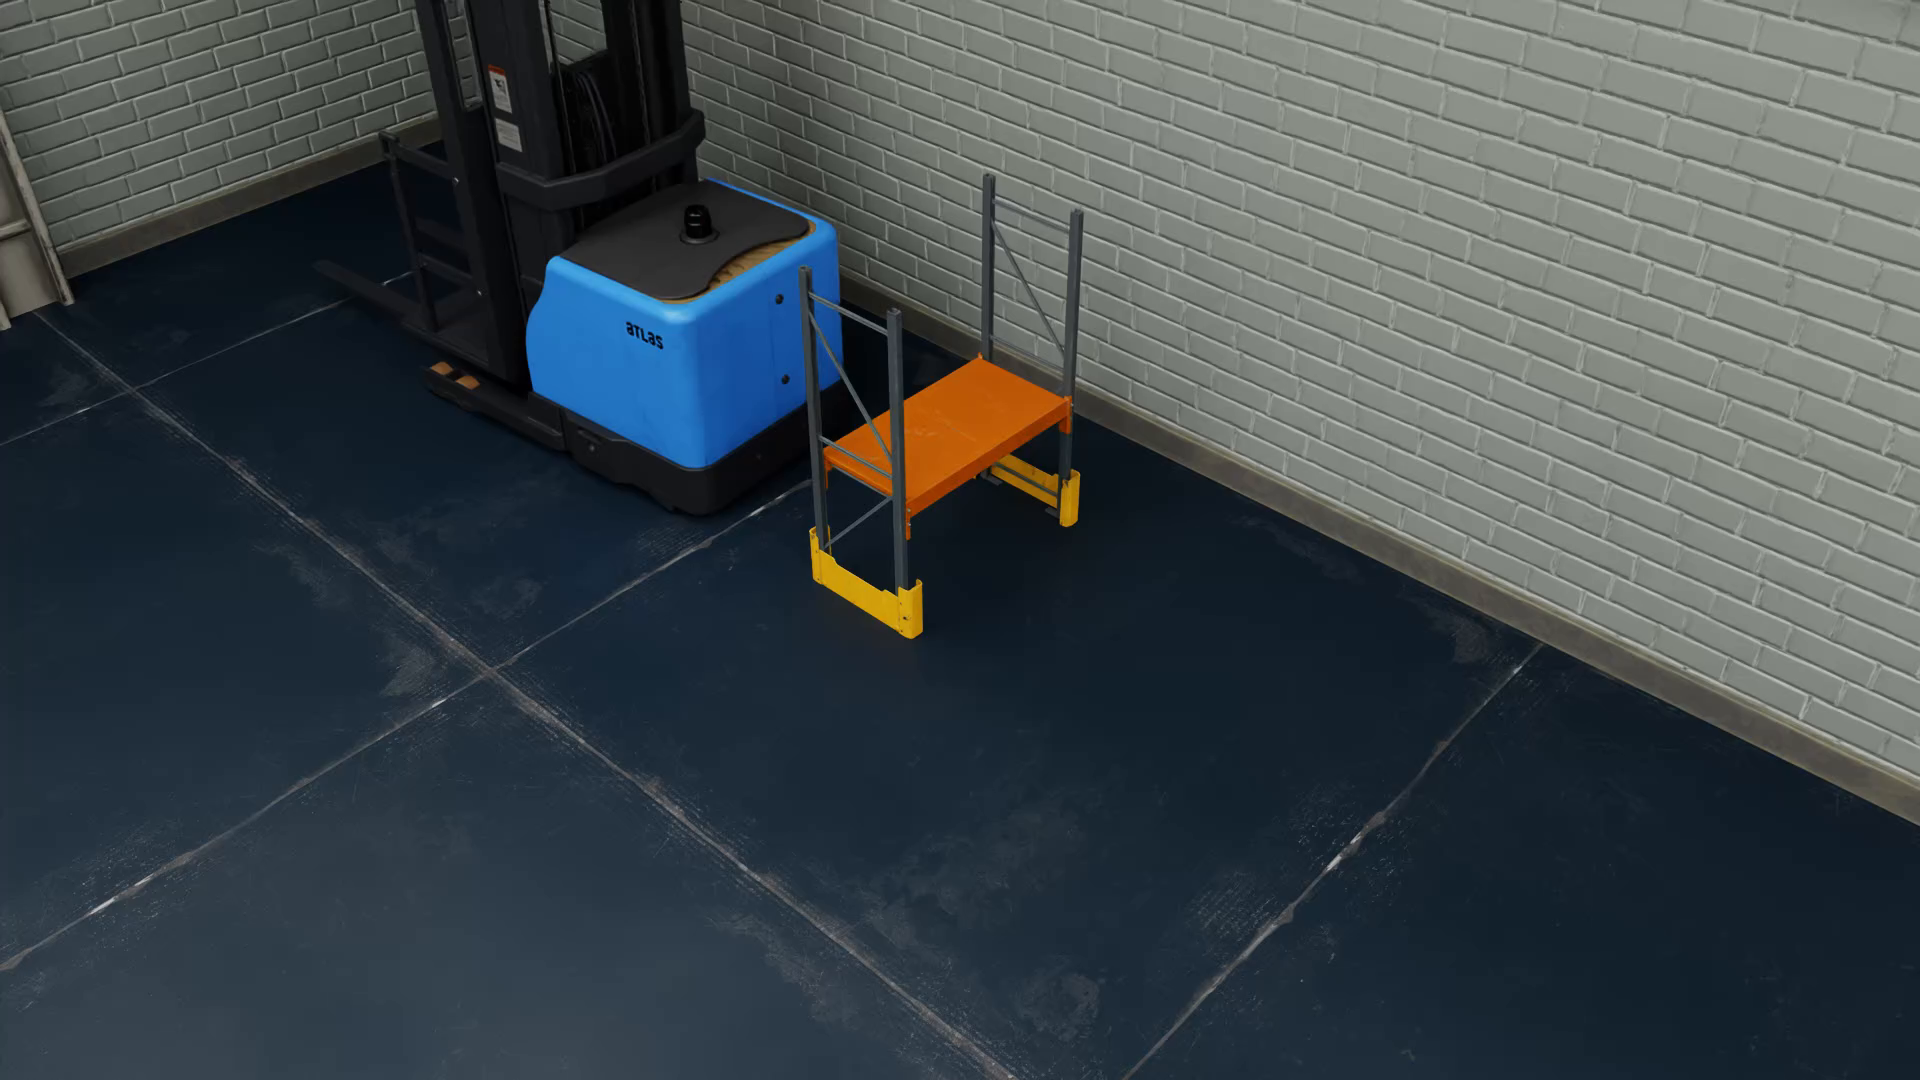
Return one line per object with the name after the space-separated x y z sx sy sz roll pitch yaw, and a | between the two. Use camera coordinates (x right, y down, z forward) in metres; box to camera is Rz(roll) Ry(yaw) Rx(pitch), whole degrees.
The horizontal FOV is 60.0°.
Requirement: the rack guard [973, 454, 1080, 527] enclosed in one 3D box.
0.285 -0.292 7.416 0.587 0.250 0.087 30 47 32 | rack guard

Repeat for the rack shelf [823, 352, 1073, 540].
-0.058 -0.407 6.846 0.538 0.185 1.000 30 47 32 | rack shelf

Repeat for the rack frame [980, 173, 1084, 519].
0.285 -0.781 7.028 0.500 1.500 0.032 30 47 32 | rack frame

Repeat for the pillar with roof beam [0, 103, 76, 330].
-1.768 -2.953 3.734 9.100 9.000 0.400 30 47 32 | pillar with roof beam

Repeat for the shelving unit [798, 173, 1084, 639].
-0.051 -0.552 6.739 0.587 1.500 1.083 30 47 32 | shelving unit

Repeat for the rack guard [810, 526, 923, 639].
-0.387 0.166 6.840 0.587 0.250 0.087 30 47 32 | rack guard

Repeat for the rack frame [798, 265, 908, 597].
-0.401 -0.314 6.440 0.500 1.500 0.032 30 47 32 | rack frame

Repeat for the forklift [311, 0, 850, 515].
-1.999 -2.008 7.421 3.031 2.935 1.130 26 45 29 | forklift
